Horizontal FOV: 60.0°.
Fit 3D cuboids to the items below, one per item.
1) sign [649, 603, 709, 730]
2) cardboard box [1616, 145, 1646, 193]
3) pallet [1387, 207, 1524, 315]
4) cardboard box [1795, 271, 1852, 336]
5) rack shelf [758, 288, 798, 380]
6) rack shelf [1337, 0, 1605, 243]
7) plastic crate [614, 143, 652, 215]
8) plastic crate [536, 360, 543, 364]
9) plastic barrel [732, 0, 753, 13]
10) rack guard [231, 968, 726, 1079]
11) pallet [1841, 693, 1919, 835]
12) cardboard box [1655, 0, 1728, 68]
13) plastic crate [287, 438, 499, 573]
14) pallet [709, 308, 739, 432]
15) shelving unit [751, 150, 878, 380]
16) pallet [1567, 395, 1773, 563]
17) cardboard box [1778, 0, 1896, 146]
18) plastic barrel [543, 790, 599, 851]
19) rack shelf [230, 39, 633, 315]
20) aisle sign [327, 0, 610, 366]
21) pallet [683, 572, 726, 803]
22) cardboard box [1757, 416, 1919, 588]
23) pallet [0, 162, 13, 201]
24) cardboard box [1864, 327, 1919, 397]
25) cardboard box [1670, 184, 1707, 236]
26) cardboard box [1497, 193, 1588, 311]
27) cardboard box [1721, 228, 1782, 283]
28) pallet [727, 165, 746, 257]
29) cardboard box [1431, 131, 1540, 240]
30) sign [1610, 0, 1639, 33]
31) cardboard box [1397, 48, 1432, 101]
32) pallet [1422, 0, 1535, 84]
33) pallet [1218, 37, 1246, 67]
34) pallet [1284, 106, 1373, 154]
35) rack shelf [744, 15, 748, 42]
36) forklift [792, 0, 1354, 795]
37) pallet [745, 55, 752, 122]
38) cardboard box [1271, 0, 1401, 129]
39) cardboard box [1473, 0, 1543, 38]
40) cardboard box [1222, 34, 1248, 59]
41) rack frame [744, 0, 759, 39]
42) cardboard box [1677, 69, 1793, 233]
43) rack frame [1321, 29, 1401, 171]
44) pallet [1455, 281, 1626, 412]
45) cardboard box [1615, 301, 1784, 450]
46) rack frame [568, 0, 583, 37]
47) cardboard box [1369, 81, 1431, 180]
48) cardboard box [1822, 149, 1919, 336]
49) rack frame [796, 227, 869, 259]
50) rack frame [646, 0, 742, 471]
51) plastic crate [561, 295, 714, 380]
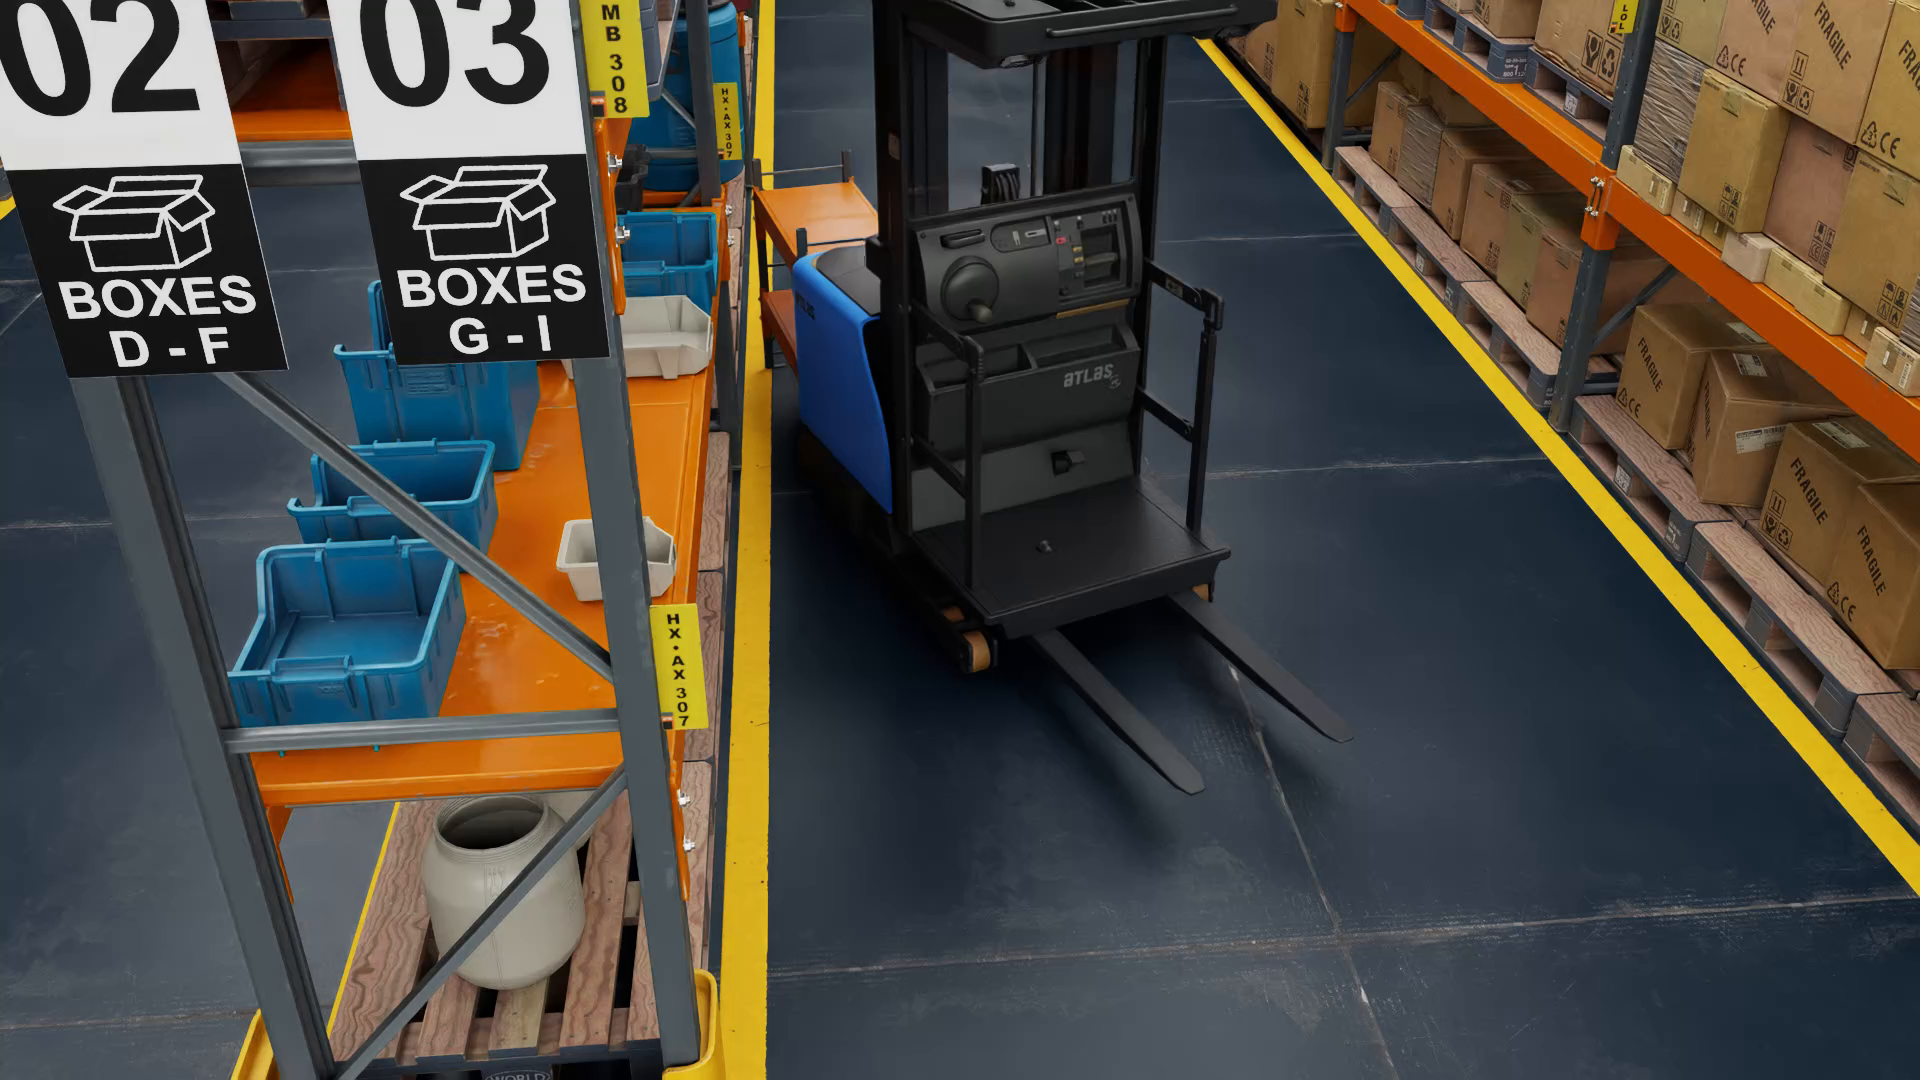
[{"bbox_3d":[-0.606,0.277,3.591,0.100,0.325,0.005,-3,31,-5],"label":"sign"},{"bbox_3d":[3.125,-1.627,7.294,0.380,0.149,0.250,-3,31,-5],"label":"cardboard box"},{"bbox_3d":[3.213,-1.684,9.864,1.003,0.211,1.213,-3,31,-5],"label":"pallet"},{"bbox_3d":[3.278,-0.862,6.013,0.380,0.149,0.250,-3,31,-5],"label":"cardboard box"},{"bbox_3d":[-0.636,-0.969,8.253,0.538,0.278,1.000,-9,32,-15],"label":"rack shelf"},{"bbox_3d":[3.217,-2.572,9.332,1.077,0.370,4.000,-3,31,-5],"label":"rack shelf"},{"bbox_3d":[-1.605,-1.322,6.599,0.767,0.338,0.504,-3,31,-5],"label":"plastic crate"},{"bbox_3d":[-1.682,-0.825,5.912,0.450,0.188,0.662,-3,31,-5],"label":"plastic crate"},{"bbox_3d":[-1.556,-3.500,10.052,0.600,0.536,0.708,-3,31,-5],"label":"plastic barrel"},{"bbox_3d":[-1.208,1.457,4.324,1.175,0.500,0.348,-3,31,-5],"label":"rack guard"},{"bbox_3d":[3.730,0.925,5.496,1.003,0.211,1.213,-3,31,-5],"label":"pallet"},{"bbox_3d":[3.193,-2.217,6.675,0.500,0.500,0.500,-3,31,-5],"label":"cardboard box"},{"bbox_3d":[-1.553,-0.089,4.619,0.499,0.251,0.408,-3,31,-5],"label":"plastic crate"},{"bbox_3d":[-1.639,-0.824,8.424,1.003,0.211,1.213,-3,31,-5],"label":"pallet"},{"bbox_3d":[-0.636,-1.179,8.127,0.538,1.125,1.048,-9,32,-15],"label":"shelving unit"},{"bbox_3d":[3.502,-0.321,7.582,1.003,0.211,1.213,-3,31,-5],"label":"pallet"},{"bbox_3d":[3.287,-1.707,5.820,0.500,0.500,0.500,-3,31,-5],"label":"cardboard box"},{"bbox_3d":[-1.338,0.720,5.137,0.421,0.512,0.421,0,31,0],"label":"plastic barrel"},{"bbox_3d":[-1.341,-1.580,4.746,1.077,0.370,4.000,-3,31,-5],"label":"rack shelf"},{"bbox_3d":[-0.855,-0.673,2.917,0.394,0.787,0.004,-3,31,-5],"label":"aisle sign"},{"bbox_3d":[-1.389,0.544,6.133,1.003,0.211,1.213,-3,31,-5],"label":"pallet"},{"bbox_3d":[3.599,-0.155,6.613,0.500,0.500,0.500,-5,31,-9],"label":"cardboard box"},{"bbox_3d":[-6.865,-2.615,11.422,1.003,0.211,1.213,-3,31,-5],"label":"pallet"},{"bbox_3d":[3.301,-0.606,5.584,0.380,0.149,0.250,-3,31,-5],"label":"cardboard box"},{"bbox_3d":[3.186,-1.373,6.868,0.380,0.149,0.250,-3,31,-5],"label":"cardboard box"},{"bbox_3d":[3.342,-1.534,8.902,0.700,0.500,0.500,-3,31,-5],"label":"cardboard box"},{"bbox_3d":[3.201,-1.116,6.438,0.380,0.149,0.250,-3,31,-5],"label":"cardboard box"},{"bbox_3d":[-1.867,-2.070,10.509,1.003,0.211,1.213,-3,31,-5],"label":"pallet"},{"bbox_3d":[3.237,-2.105,9.857,0.700,0.500,0.500,0,31,0],"label":"cardboard box"},{"bbox_3d":[2.852,-2.328,7.093,0.100,0.325,0.005,-3,31,-5],"label":"sign"},{"bbox_3d":[3.123,-2.999,10.623,0.500,0.250,0.500,-2,31,-3],"label":"cardboard box"},{"bbox_3d":[3.256,-2.811,9.217,1.003,0.211,1.213,-3,31,-5],"label":"pallet"},{"bbox_3d":[2.804,-4.356,14.338,1.003,0.211,1.213,-3,31,-5],"label":"pallet"},{"bbox_3d":[3.032,-3.111,12.252,1.003,0.211,1.213,-3,31,-5],"label":"pallet"},{"bbox_3d":[-2.088,-4.377,12.354,1.077,0.370,4.000,-3,31,-5],"label":"rack shelf"},{"bbox_3d":[0.368,-1.007,6.077,1.130,2.935,3.031,-15,34,-23],"label":"forklift"},{"bbox_3d":[-2.127,-3.489,12.886,1.003,0.211,1.213,-3,31,-5],"label":"pallet"},{"bbox_3d":[2.986,-3.523,11.886,1.225,0.875,0.875,-4,31,-7],"label":"cardboard box"},{"bbox_3d":[3.150,-2.965,8.778,0.797,0.503,0.637,0,31,0],"label":"cardboard box"},{"bbox_3d":[2.821,-4.430,13.404,1.225,0.875,0.875,-4,31,-6],"label":"cardboard box"},{"bbox_3d":[-2.275,-5.707,13.879,1.000,3.000,0.127,-3,31,-5],"label":"rack frame"},{"bbox_3d":[3.396,-1.540,6.516,0.875,0.500,0.500,-3,31,-5],"label":"cardboard box"},{"bbox_3d":[3.030,-3.902,10.857,1.000,3.000,0.127,-3,31,-5],"label":"rack frame"},{"bbox_3d":[3.330,-1.060,8.818,1.003,0.211,1.213,-3,31,-5],"label":"pallet"},{"bbox_3d":[3.401,-0.760,7.626,0.500,0.500,0.500,-4,31,-6],"label":"cardboard box"},{"bbox_3d":[-1.154,-2.155,2.083,1.000,3.000,0.127,-3,31,-5],"label":"rack frame"},{"bbox_3d":[3.113,-2.676,10.814,0.700,0.500,0.500,-4,31,-7],"label":"cardboard box"},{"bbox_3d":[3.549,-1.033,5.666,0.875,0.500,0.500,-3,31,-5],"label":"cardboard box"},{"bbox_3d":[-0.485,-0.930,7.710,0.500,1.125,0.032,-9,32,-15],"label":"rack frame"},{"bbox_3d":[-1.527,-1.622,7.041,1.000,3.000,0.127,-3,31,-5],"label":"rack frame"},{"bbox_3d":[-1.123,-0.692,5.741,0.530,0.136,0.437,-3,31,-5],"label":"plastic crate"}]
